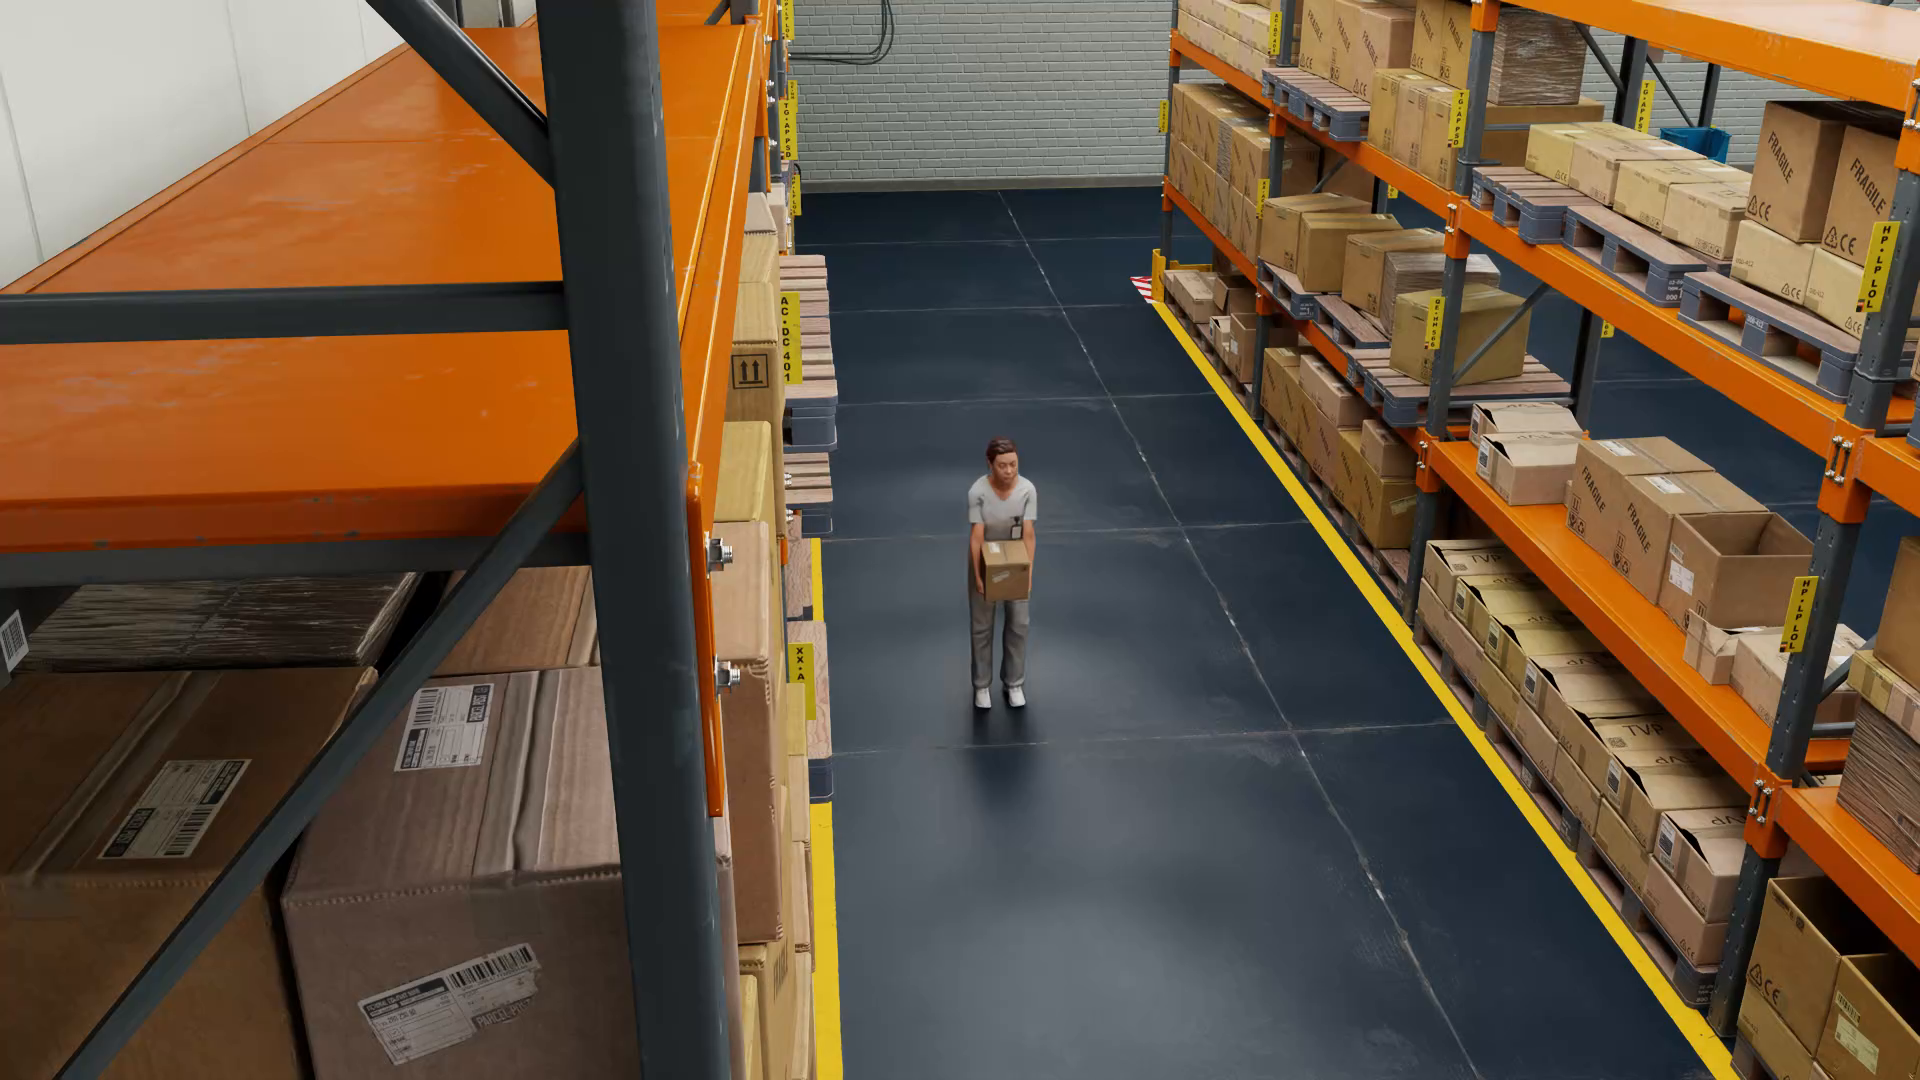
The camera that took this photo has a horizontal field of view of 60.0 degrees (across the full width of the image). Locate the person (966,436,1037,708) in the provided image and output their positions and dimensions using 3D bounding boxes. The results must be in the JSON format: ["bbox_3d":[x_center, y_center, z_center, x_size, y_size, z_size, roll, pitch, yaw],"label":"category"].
[{"bbox_3d":[0.245,0.198,9.676,0.411,1.664,0.512,-3,24,-6],"label":"person"}]
